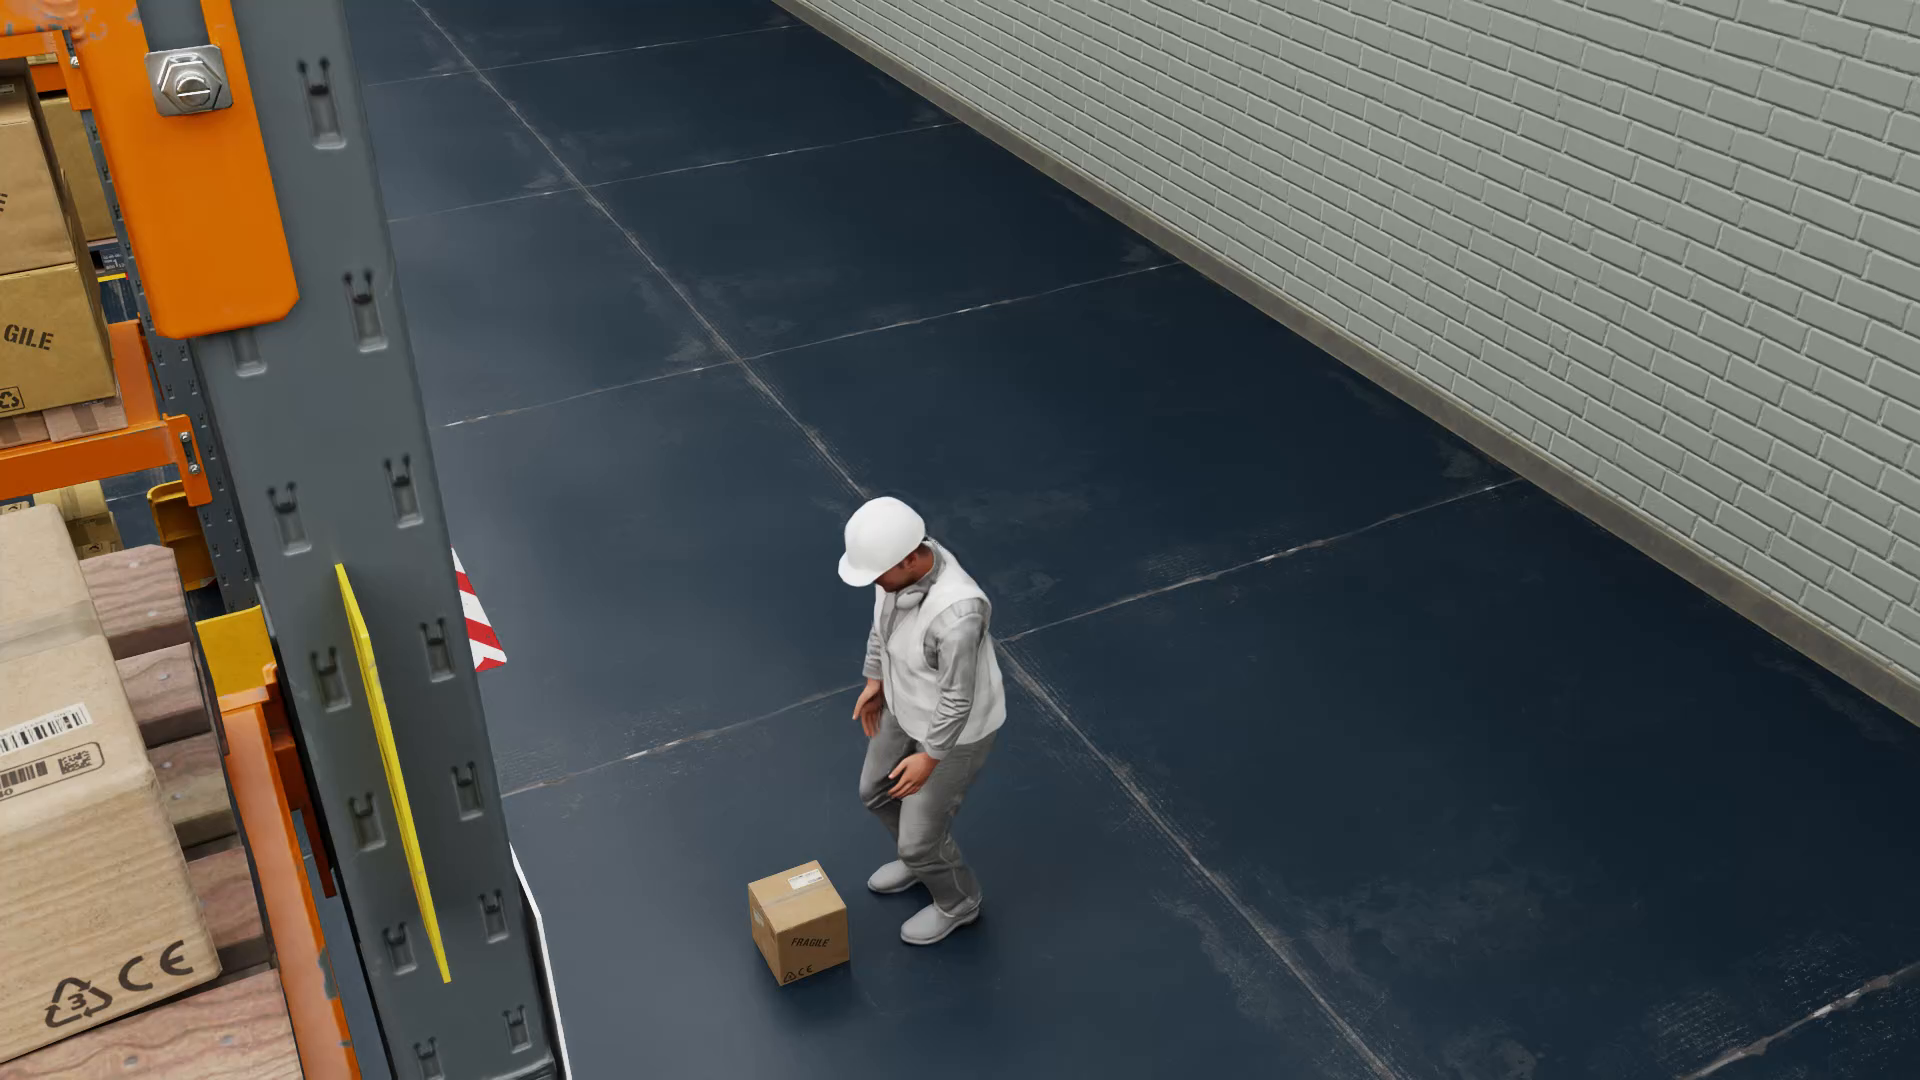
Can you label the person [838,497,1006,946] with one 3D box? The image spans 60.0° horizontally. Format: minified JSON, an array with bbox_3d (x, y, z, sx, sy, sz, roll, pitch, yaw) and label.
[{"bbox_3d":[-0.118,0.571,5.311,0.516,1.695,0.567,-15,36,-22],"label":"person"}]
